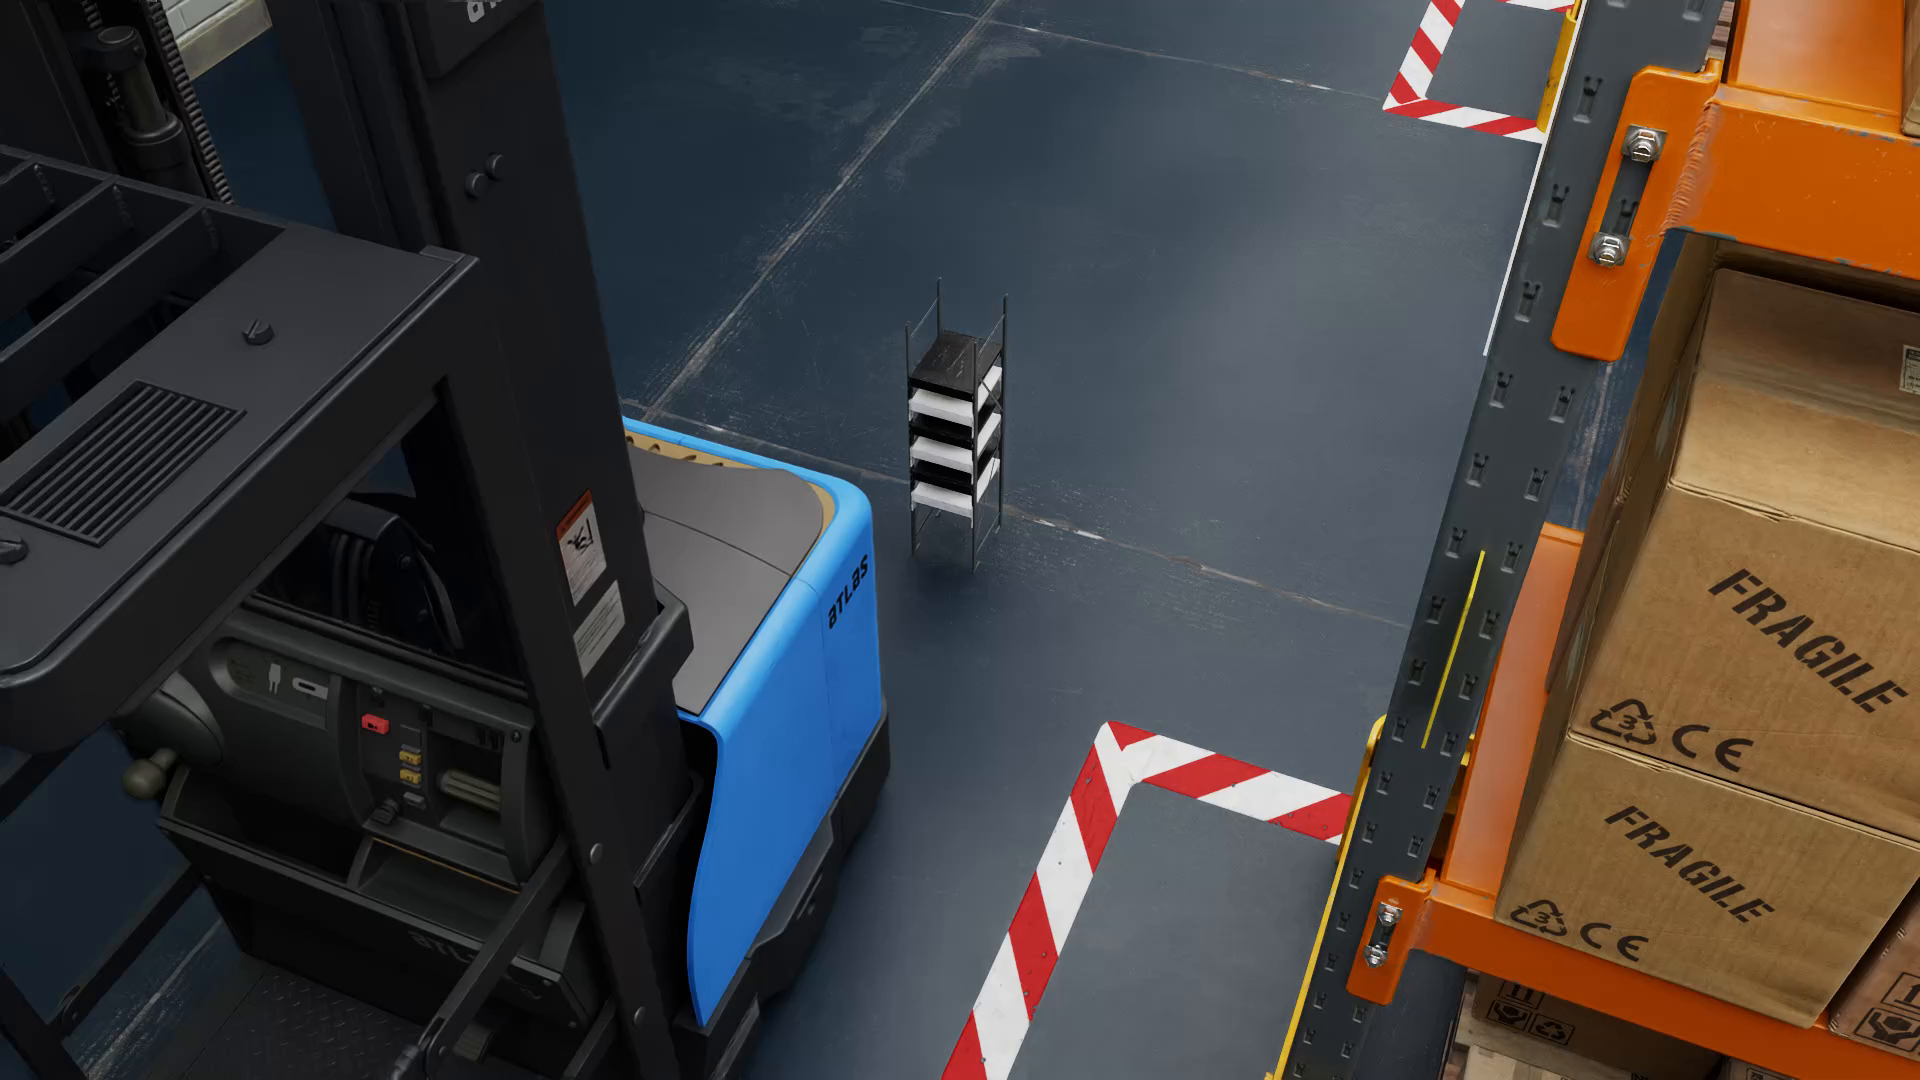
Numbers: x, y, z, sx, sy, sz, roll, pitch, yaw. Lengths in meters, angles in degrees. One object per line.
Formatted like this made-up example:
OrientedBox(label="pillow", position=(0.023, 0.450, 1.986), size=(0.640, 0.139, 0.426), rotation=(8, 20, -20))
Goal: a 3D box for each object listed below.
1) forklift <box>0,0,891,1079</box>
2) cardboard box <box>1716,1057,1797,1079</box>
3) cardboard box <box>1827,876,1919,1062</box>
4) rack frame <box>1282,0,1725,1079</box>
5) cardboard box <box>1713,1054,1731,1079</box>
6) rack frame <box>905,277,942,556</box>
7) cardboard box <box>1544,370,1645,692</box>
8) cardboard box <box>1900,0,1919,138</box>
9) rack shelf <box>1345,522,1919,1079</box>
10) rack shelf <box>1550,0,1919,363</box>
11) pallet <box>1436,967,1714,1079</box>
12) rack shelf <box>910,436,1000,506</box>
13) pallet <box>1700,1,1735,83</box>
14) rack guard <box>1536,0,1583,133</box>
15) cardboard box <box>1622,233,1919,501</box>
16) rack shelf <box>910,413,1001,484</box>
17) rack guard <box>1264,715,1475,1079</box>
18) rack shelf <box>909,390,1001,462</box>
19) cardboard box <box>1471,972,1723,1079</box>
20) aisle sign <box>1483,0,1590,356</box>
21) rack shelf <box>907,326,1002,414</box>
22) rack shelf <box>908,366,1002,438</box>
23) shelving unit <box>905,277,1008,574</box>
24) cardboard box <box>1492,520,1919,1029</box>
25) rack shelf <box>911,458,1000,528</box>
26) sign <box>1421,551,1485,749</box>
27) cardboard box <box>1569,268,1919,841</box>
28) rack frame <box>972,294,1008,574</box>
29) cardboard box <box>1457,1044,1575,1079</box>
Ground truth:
OrientedBox(label="forklift", position=(-1.217, 0.431, 2.739), size=(1.130, 2.935, 3.031), rotation=(16, 47, 16))
OrientedBox(label="cardboard box", position=(1.759, 1.399, 3.355), size=(0.500, 0.250, 0.500), rotation=(16, 47, 16))
OrientedBox(label="cardboard box", position=(1.691, 0.505, 2.544), size=(0.500, 0.500, 0.500), rotation=(16, 47, 15))
OrientedBox(label="rack frame", position=(0.905, 0.112, 3.011), size=(0.127, 3.000, 1.000), rotation=(16, 47, 16))
OrientedBox(label="cardboard box", position=(1.840, 1.116, 3.698), size=(0.250, 0.166, 0.380), rotation=(16, 47, 16))
OrientedBox(label="rack frame", position=(-0.101, -0.349, 4.963), size=(0.006, 0.900, 0.240), rotation=(16, 47, 16))
OrientedBox(label="cardboard box", position=(1.423, 0.021, 3.031), size=(0.500, 0.500, 0.500), rotation=(18, 48, 17))
OrientedBox(label="cardboard box", position=(1.281, -0.593, 1.699), size=(0.500, 0.250, 0.500), rotation=(16, 47, 16))
OrientedBox(label="rack shelf", position=(2.750, 0.910, 2.719), size=(4.000, 0.370, 1.077), rotation=(16, 47, 16))
OrientedBox(label="rack shelf", position=(2.750, -0.153, 1.661), size=(4.000, 0.370, 1.077), rotation=(16, 47, 16))
OrientedBox(label="pallet", position=(1.711, 1.337, 3.757), size=(1.213, 0.211, 1.003), rotation=(16, 47, 16))
OrientedBox(label="rack shelf", position=(-0.007, -0.234, 5.022), size=(0.200, 0.077, 0.258), rotation=(16, 47, 16))
OrientedBox(label="pallet", position=(3.561, -1.874, 6.983), size=(1.213, 0.211, 1.003), rotation=(16, 47, 16))
OrientedBox(label="rack guard", position=(2.788, -2.223, 7.130), size=(0.348, 0.500, 1.175), rotation=(16, 47, 16))
OrientedBox(label="cardboard box", position=(1.421, -0.336, 2.681), size=(0.500, 0.500, 0.500), rotation=(16, 47, 15))
OrientedBox(label="rack shelf", position=(-0.007, -0.298, 4.958), size=(0.200, 0.077, 0.258), rotation=(16, 47, 16))
OrientedBox(label="rack guard", position=(0.975, 1.019, 3.872), size=(0.348, 0.500, 1.175), rotation=(16, 47, 16))
OrientedBox(label="rack shelf", position=(-0.007, -0.361, 4.895), size=(0.200, 0.077, 0.258), rotation=(16, 47, 16))
OrientedBox(label="cardboard box", position=(1.501, 0.830, 3.750), size=(0.500, 0.500, 0.500), rotation=(16, 47, 16))
OrientedBox(label="aisle sign", position=(0.729, -0.637, 1.920), size=(0.004, 0.787, 0.394), rotation=(16, 47, 16))
OrientedBox(label="rack shelf", position=(-0.007, -0.489, 4.768), size=(0.200, 0.077, 0.258), rotation=(16, 47, 16))
OrientedBox(label="rack shelf", position=(-0.007, -0.425, 4.831), size=(0.200, 0.077, 0.258), rotation=(16, 47, 16))
OrientedBox(label="shelving unit", position=(-0.007, -0.321, 4.935), size=(0.210, 0.900, 0.258), rotation=(16, 47, 16))
OrientedBox(label="cardboard box", position=(1.213, 0.369, 2.682), size=(0.500, 0.500, 0.500), rotation=(17, 47, 17))
OrientedBox(label="rack shelf", position=(-0.007, -0.170, 5.085), size=(0.200, 0.077, 0.258), rotation=(16, 47, 16))
OrientedBox(label="sign", position=(0.696, 0.159, 2.350), size=(0.005, 0.325, 0.100), rotation=(16, 47, 16))
OrientedBox(label="cardboard box", position=(1.213, 0.014, 2.329), size=(0.500, 0.500, 0.500), rotation=(18, 48, 17))
OrientedBox(label="rack frame", position=(0.086, -0.294, 4.907), size=(0.006, 0.900, 0.240), rotation=(16, 47, 16))
OrientedBox(label="cardboard box", position=(1.159, 1.304, 3.522), size=(0.250, 0.149, 0.380), rotation=(16, 47, 16))
